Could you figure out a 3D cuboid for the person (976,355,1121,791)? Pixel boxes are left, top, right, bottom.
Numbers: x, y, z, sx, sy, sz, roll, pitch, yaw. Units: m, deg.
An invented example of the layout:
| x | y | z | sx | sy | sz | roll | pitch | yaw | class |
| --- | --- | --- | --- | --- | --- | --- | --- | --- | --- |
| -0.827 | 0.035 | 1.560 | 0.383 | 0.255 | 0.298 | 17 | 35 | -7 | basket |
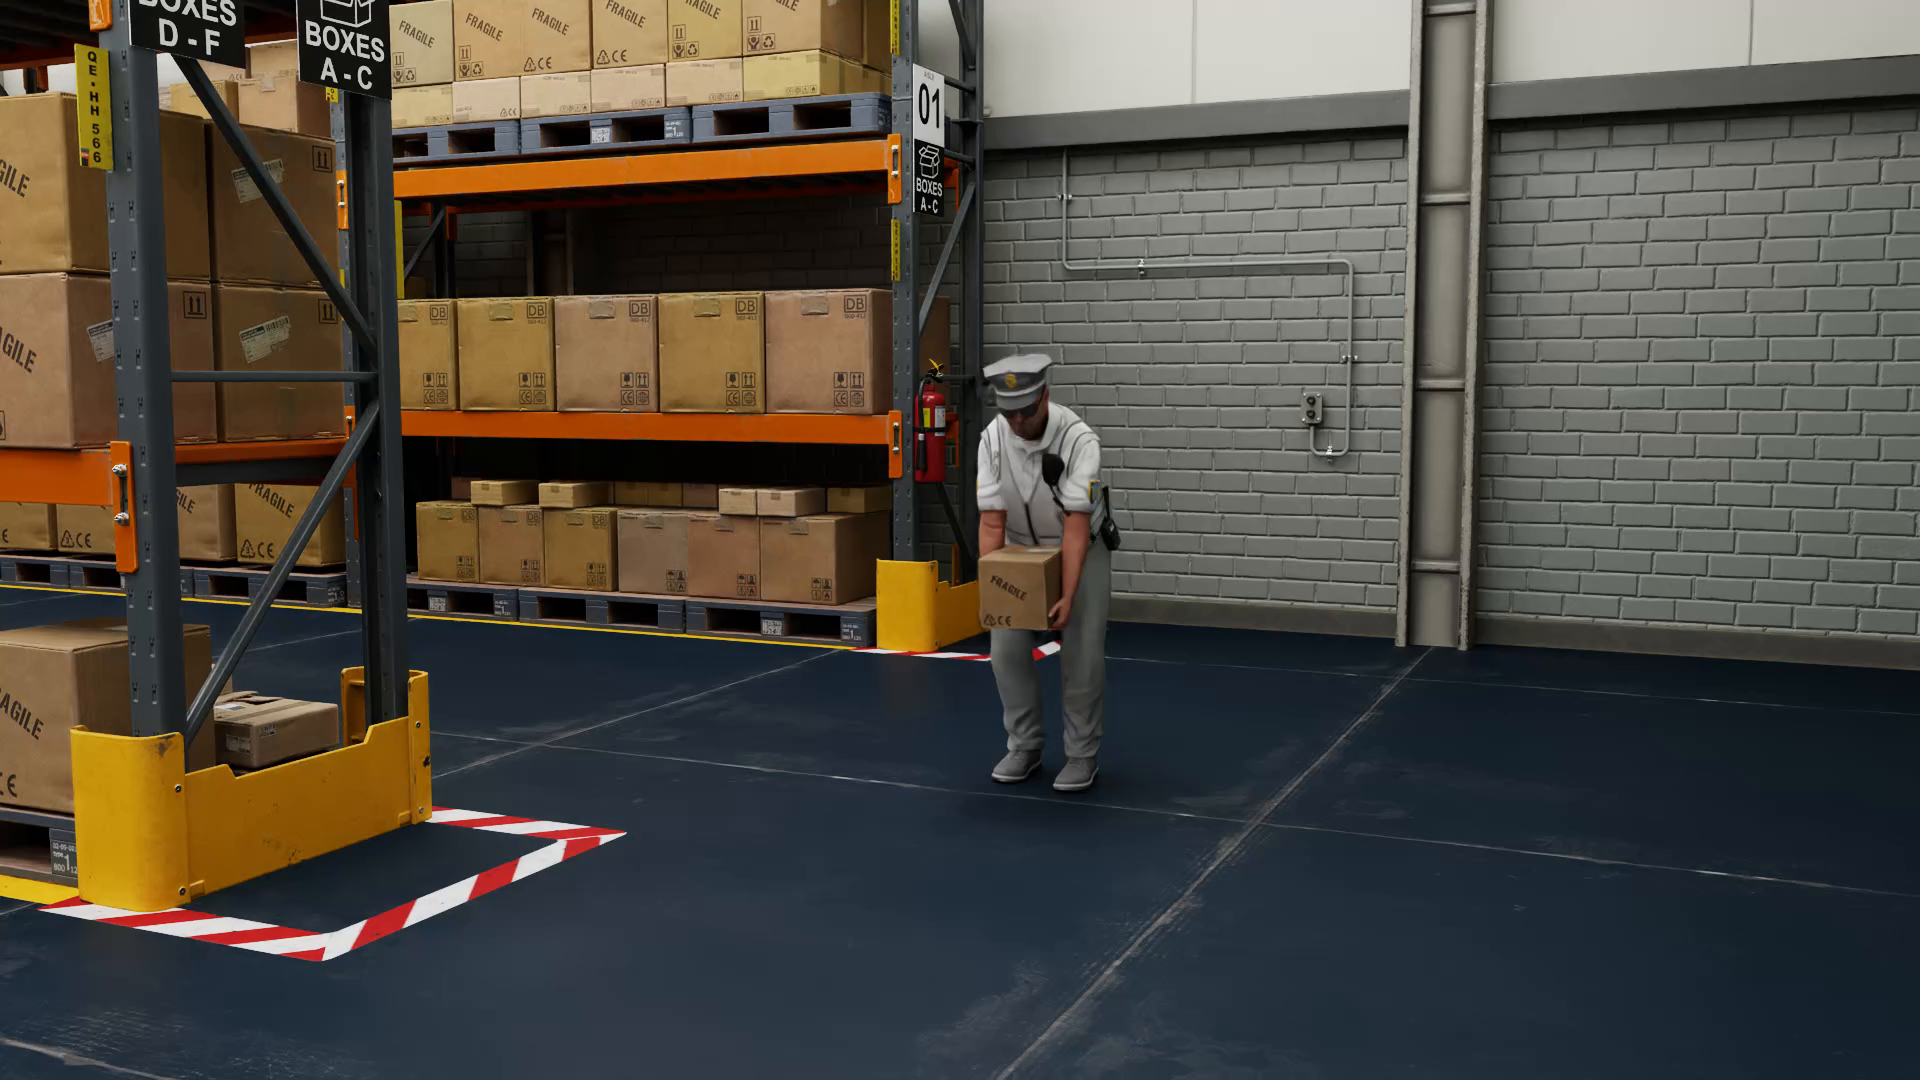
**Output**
| x | y | z | sx | sy | sz | roll | pitch | yaw | class |
| --- | --- | --- | --- | --- | --- | --- | --- | --- | --- |
| 0.299 | 0.125 | 6.081 | 0.477 | 1.591 | 0.793 | 2 | 6 | 22 | person |
